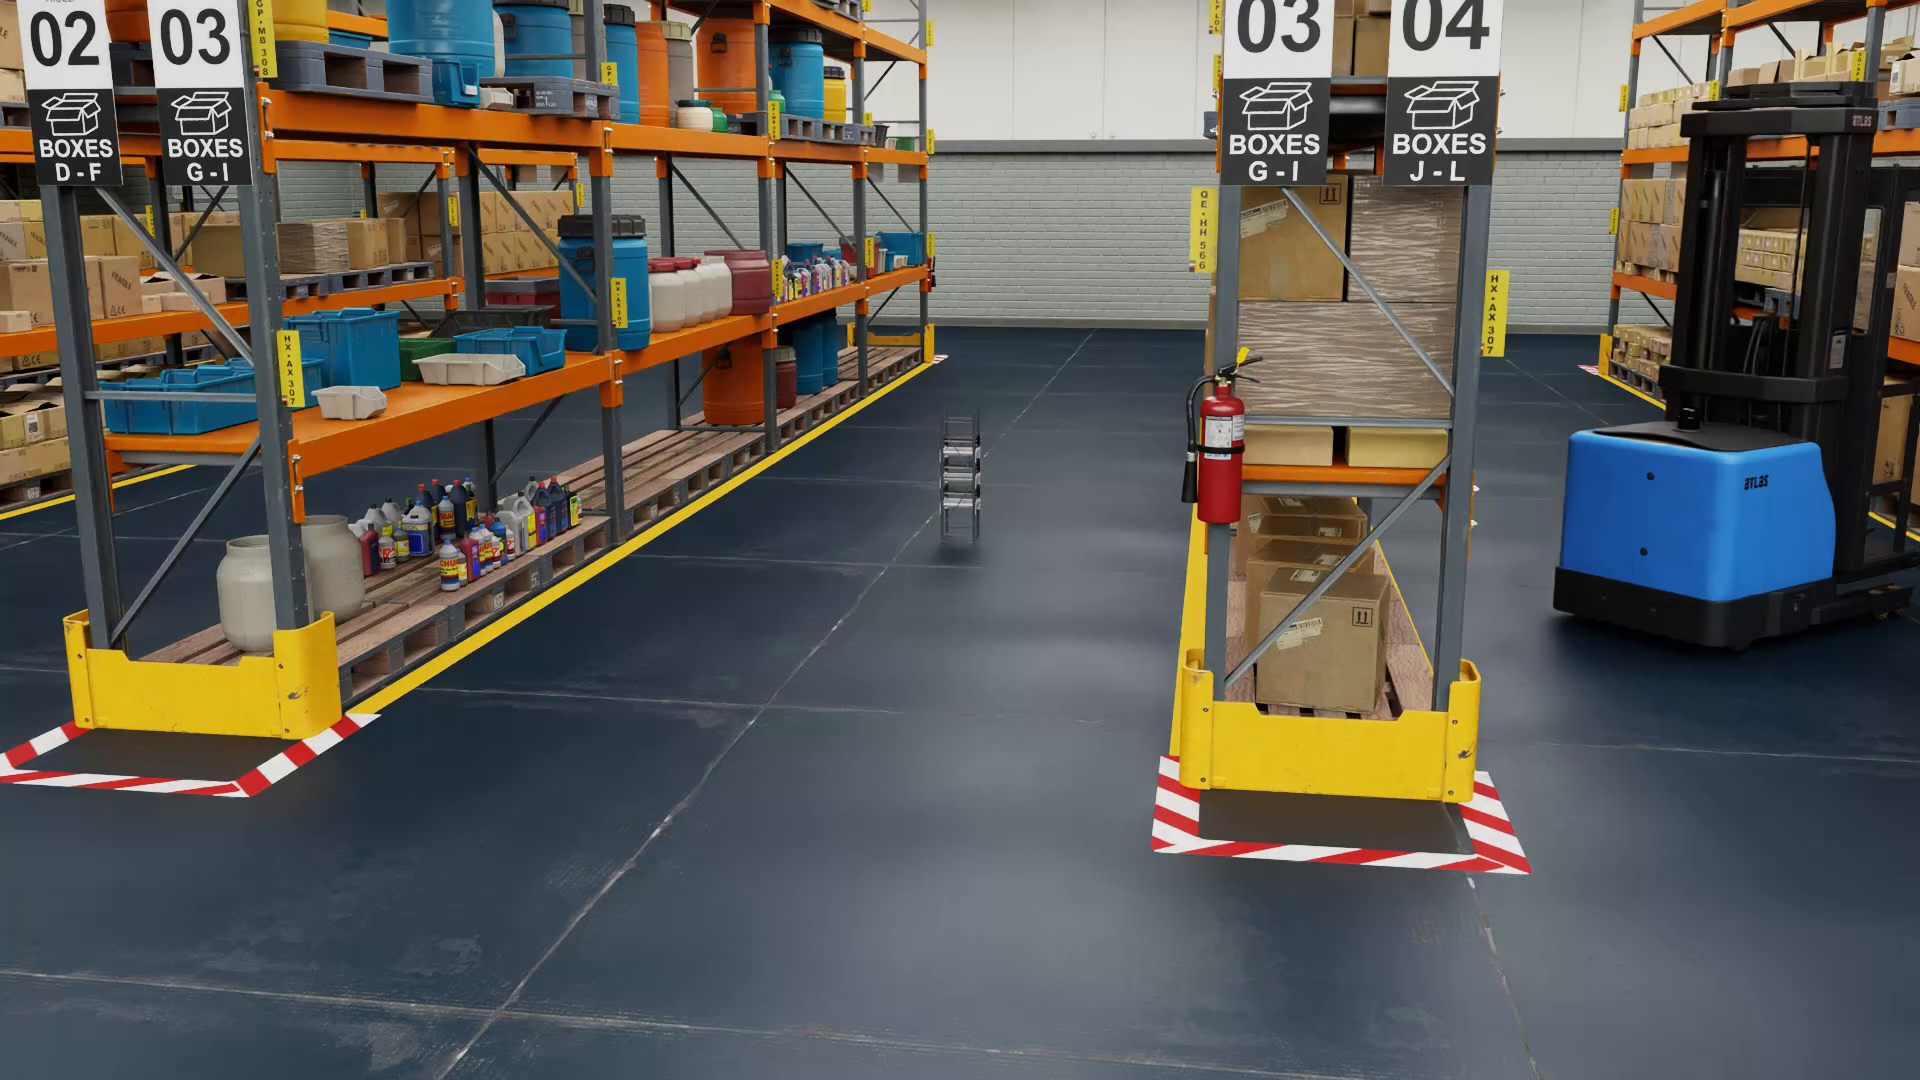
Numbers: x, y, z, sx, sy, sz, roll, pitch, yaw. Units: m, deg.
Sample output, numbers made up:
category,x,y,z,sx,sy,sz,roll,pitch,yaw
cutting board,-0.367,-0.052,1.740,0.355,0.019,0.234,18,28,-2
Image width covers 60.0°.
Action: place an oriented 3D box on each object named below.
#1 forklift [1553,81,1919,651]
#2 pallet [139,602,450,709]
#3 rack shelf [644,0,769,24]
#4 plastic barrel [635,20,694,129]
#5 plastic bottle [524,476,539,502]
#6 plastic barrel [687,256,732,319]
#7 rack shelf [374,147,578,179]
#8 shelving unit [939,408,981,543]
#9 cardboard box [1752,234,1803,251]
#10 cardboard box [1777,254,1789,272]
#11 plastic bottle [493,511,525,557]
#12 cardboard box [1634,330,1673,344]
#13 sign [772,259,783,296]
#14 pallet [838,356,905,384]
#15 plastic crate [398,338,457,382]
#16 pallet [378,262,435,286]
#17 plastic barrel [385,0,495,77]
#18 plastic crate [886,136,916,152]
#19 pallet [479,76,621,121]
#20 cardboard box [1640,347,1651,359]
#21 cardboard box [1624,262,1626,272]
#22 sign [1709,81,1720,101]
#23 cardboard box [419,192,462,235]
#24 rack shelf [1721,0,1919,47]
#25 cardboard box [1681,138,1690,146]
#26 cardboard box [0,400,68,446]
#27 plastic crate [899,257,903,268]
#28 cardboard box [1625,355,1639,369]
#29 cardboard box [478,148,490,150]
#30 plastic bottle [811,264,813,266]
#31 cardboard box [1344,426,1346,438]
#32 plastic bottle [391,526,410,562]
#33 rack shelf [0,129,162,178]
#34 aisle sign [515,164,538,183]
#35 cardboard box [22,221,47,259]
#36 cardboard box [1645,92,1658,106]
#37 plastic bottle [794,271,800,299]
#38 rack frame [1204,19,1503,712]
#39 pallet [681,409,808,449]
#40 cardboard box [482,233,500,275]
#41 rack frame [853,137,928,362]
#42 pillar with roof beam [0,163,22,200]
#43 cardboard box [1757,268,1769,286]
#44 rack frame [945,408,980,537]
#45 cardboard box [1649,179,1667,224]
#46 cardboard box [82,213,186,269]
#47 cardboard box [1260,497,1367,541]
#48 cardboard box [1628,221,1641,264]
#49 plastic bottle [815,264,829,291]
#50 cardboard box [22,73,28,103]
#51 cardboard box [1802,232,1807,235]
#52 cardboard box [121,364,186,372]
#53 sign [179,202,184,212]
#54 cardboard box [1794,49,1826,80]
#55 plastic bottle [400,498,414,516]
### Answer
category,x,y,z,sx,sy,sz,roll,pitch,yaw
forklift,4.852,-1.069,9.499,3.031,2.935,1.130,-8,15,-33
pallet,-3.311,0.561,8.389,1.003,0.211,1.213,2,12,9
rack shelf,-2.484,-4.250,12.512,1.077,0.370,4.000,2,12,9
plastic barrel,-2.517,-3.829,13.829,0.600,0.901,0.600,0,12,0
plastic bottle,-2.748,-0.230,10.683,0.144,0.351,0.185,2,12,9
plastic barrel,-2.124,-2.115,13.921,0.421,0.512,0.421,0,12,0
rack shelf,-6.148,-4.806,21.262,1.077,0.370,4.000,2,12,9
shelving unit,0.001,-0.442,11.406,0.258,0.900,0.210,2,12,9
cardboard box,7.426,-2.698,15.081,0.380,0.149,0.250,2,12,11
cardboard box,7.306,-2.395,14.379,0.380,0.149,0.250,2,12,10
plastic bottle,-2.714,-0.048,10.016,0.152,0.276,0.135,2,12,10
cardboard box,8.372,-2.445,20.075,0.380,0.149,0.250,1,12,6
sign,-1.632,-2.345,14.865,0.100,0.325,0.005,2,12,9
pallet,-1.301,-2.160,21.014,1.003,0.211,1.213,2,12,9
plastic crate,-3.279,-1.071,9.848,0.450,0.188,0.662,2,12,9
pallet,-6.686,-3.018,18.835,1.003,0.211,1.213,2,12,9
plastic barrel,-3.050,-3.161,9.736,0.600,0.901,0.708,2,12,9
plastic crate,-0.816,-5.095,21.396,0.450,0.188,0.336,2,12,9
pallet,-2.806,-2.669,10.087,1.213,0.211,1.003,2,12,9
cardboard box,8.357,-2.243,19.847,0.380,0.149,0.250,1,12,6
cardboard box,8.461,-3.370,20.608,0.380,0.149,0.250,2,12,11
sign,7.681,-4.507,16.938,0.100,0.325,0.005,2,12,9
cardboard box,-6.105,-3.902,19.867,0.500,0.500,0.500,2,12,10
rack shelf,7.911,-4.741,14.788,1.077,0.370,4.000,2,12,9
cardboard box,8.115,-4.379,17.929,0.500,0.250,0.500,2,12,8
cardboard box,-7.294,-0.927,12.874,0.500,0.311,0.500,2,12,8
plastic crate,-0.951,-3.611,21.614,0.396,0.136,0.243,2,12,9
cardboard box,8.298,-2.158,20.159,0.380,0.149,0.250,2,12,9
cardboard box,-6.055,-4.865,20.185,0.500,0.250,0.500,2,12,9
plastic bottle,-1.562,-2.778,17.567,0.097,0.271,0.097,0,12,0
cardboard box,1.877,-0.487,7.230,0.380,0.149,0.250,2,12,9
plastic bottle,-3.323,0.020,9.877,0.097,0.201,0.097,0,12,0
rack shelf,-7.378,-3.141,13.534,1.077,0.370,4.000,2,12,9
aisle sign,-6.120,-5.402,23.270,0.394,0.787,0.004,2,12,9
cardboard box,-11.172,-3.535,19.784,0.500,0.500,0.500,2,12,8
cardboard box,8.350,-5.219,19.695,0.380,0.149,0.250,2,12,9
plastic bottle,-1.618,-2.493,16.248,0.097,0.271,0.097,0,12,0
rack frame,1.487,-0.455,6.486,1.000,3.000,0.127,2,12,9
pallet,-2.096,-1.083,16.020,1.003,0.211,1.213,2,12,9
cardboard box,-6.032,-3.528,20.506,0.500,0.500,0.500,2,12,10
rack frame,-0.946,-3.946,22.686,1.000,3.000,0.127,2,12,9
pillar with roof beam,-7.844,-6.402,19.838,9.100,9.000,0.400,2,12,9
cardboard box,7.386,-2.352,14.886,0.380,0.149,0.250,1,12,6
rack frame,0.017,-0.463,11.505,0.240,0.900,0.006,2,12,9
cardboard box,8.254,-3.883,19.076,0.500,0.500,0.500,1,12,7
cardboard box,-11.031,-3.997,22.210,0.980,0.700,0.700,1,12,6
cardboard box,1.903,0.062,9.023,0.500,0.500,0.500,1,12,4
cardboard box,8.434,-3.602,20.143,0.500,0.500,0.500,2,12,9
plastic bottle,-1.457,-2.752,17.436,0.152,0.276,0.135,2,12,9
cardboard box,-7.331,-3.604,13.336,0.500,0.250,0.500,1,12,4
cardboard box,8.186,-2.840,15.737,0.380,0.149,0.250,1,12,7
cardboard box,-7.441,-1.478,15.431,0.500,0.311,0.500,2,12,11
sign,-11.283,-4.749,24.165,0.100,0.325,0.005,2,12,9
cardboard box,7.586,-4.189,14.638,0.396,0.266,0.258,2,12,9
plastic bottle,-3.421,-0.109,10.281,0.061,0.283,0.133,2,12,11
